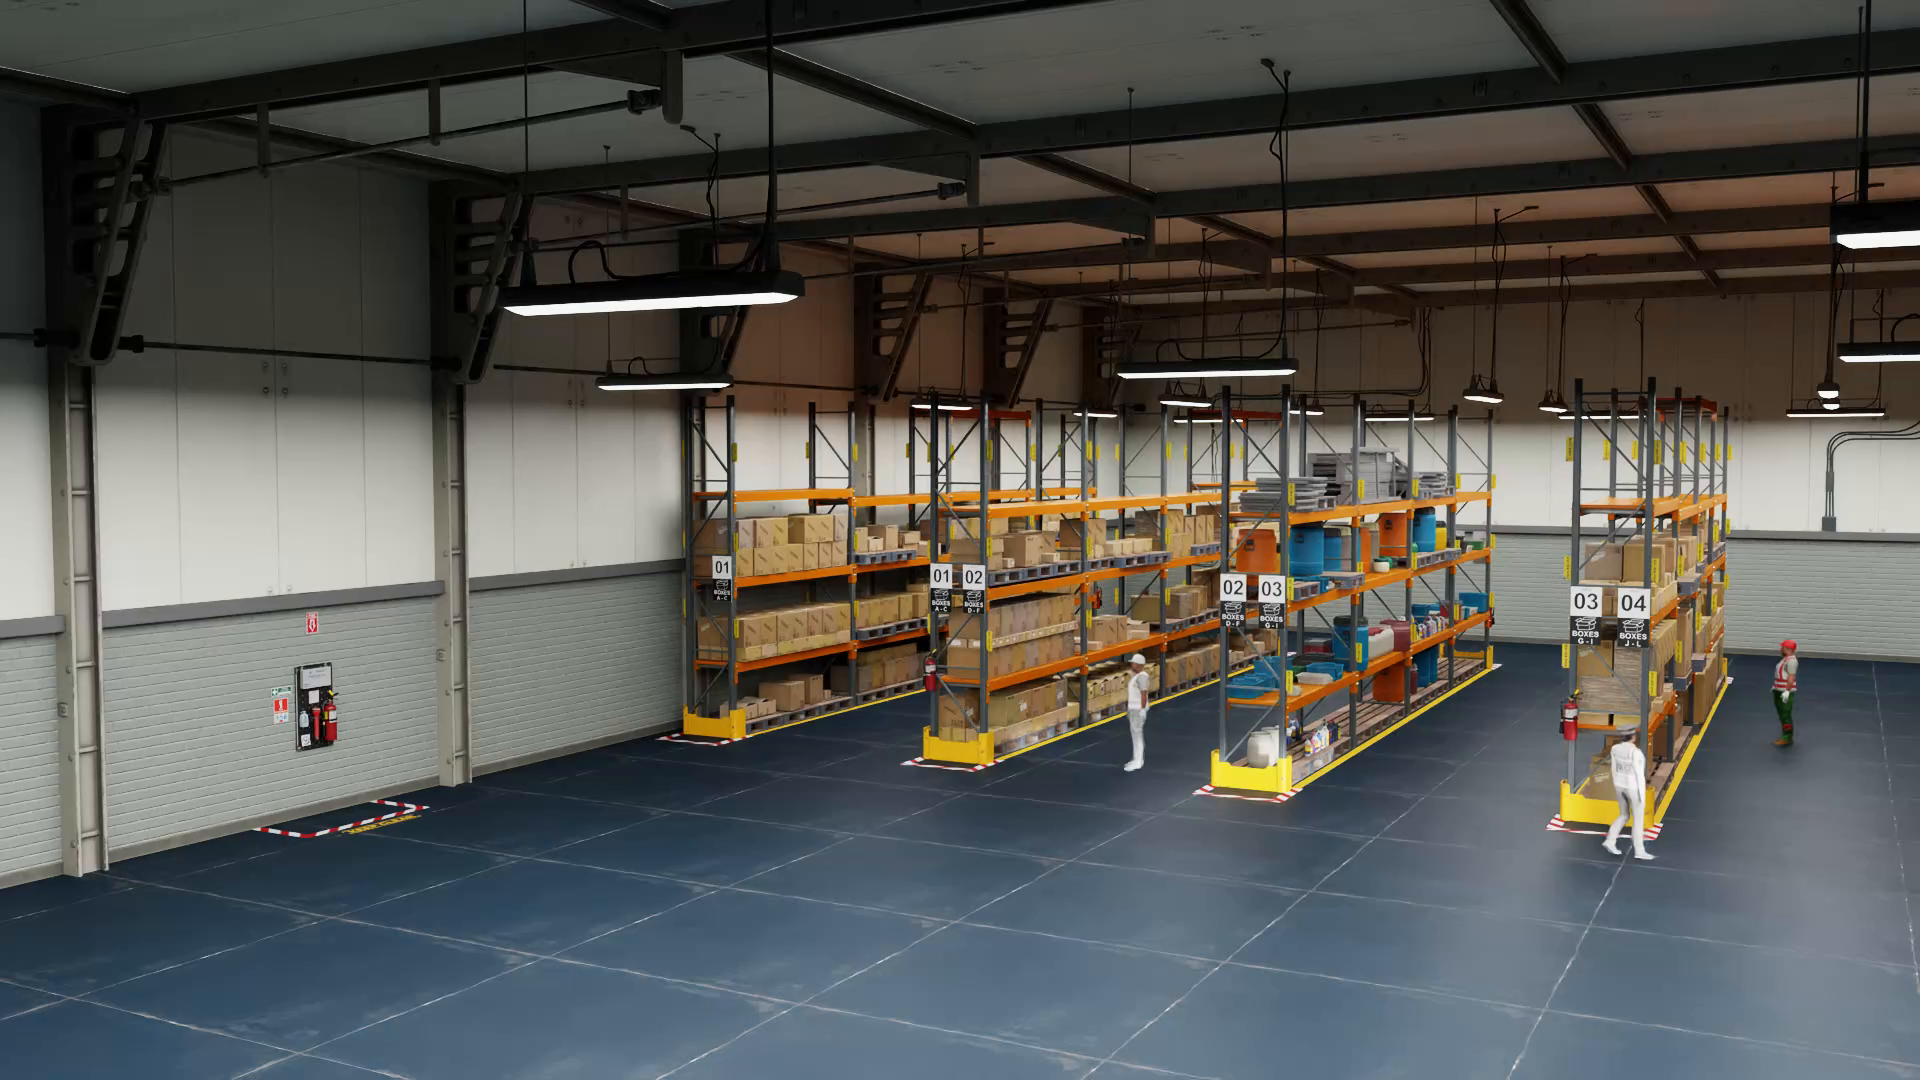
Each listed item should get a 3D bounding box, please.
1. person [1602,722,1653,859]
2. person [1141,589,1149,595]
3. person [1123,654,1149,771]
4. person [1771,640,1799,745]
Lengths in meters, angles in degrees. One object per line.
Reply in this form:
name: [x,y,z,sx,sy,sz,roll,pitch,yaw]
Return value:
person: [8.300,3.098,20.532,0.498,1.688,0.507,-1,3,-25]
person: [4.637,2.014,42.038,0.476,1.536,0.805,1,3,25]
person: [2.783,2.718,26.394,0.436,1.801,0.663,0,3,1]
person: [14.160,2.610,28.594,0.501,1.801,0.566,0,3,-7]
